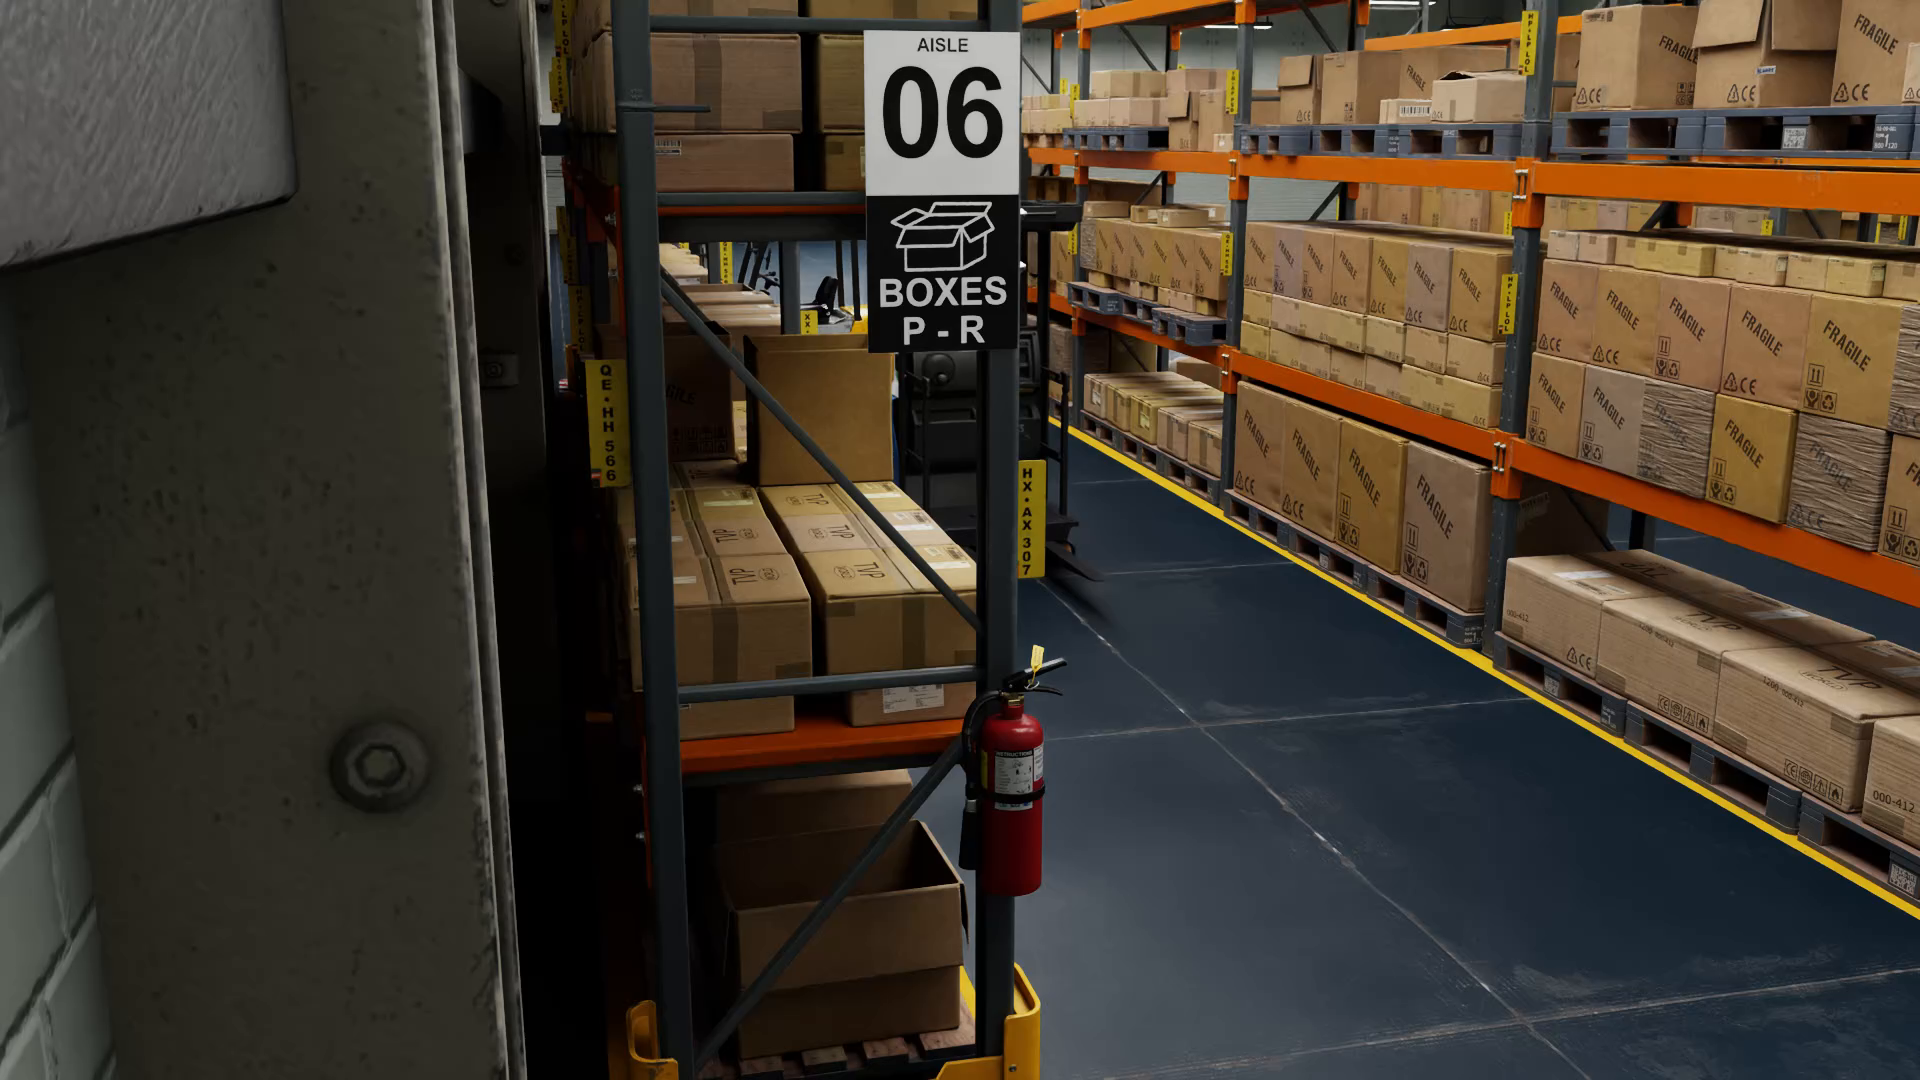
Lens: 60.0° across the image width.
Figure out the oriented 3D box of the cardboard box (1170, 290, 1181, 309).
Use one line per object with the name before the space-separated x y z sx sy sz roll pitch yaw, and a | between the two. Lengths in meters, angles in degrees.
cardboard box | 2.008 -2.044 14.117 0.380 0.149 0.250 -4 14 -16

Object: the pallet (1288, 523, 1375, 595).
pallet | 2.996 0.094 11.597 1.003 0.211 1.213 -3 14 -13

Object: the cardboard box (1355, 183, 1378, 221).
cardboard box | 5.559 -4.382 21.451 0.875 0.550 0.550 -3 14 -13

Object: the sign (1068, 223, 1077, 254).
sign | 1.136 -3.039 16.721 0.100 0.325 0.005 -3 14 -13

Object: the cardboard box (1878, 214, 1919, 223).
cardboard box | 10.921 -3.970 19.412 0.500 0.500 0.500 -3 14 -13

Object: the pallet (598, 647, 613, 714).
pallet | -1.511 0.642 9.355 1.003 0.211 1.213 -3 14 -13

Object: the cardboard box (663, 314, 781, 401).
cardboard box | -1.180 -0.904 8.711 0.700 0.500 0.500 -3 14 -12

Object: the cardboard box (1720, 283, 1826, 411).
cardboard box | 3.755 -0.864 7.324 0.500 0.500 0.500 -3 14 -14

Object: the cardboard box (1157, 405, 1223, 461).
cardboard box | 2.297 -0.956 14.670 0.950 0.372 0.625 -4 14 -14

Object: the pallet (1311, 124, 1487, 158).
pallet | 3.069 -2.690 11.193 1.003 0.211 1.213 -3 14 -11

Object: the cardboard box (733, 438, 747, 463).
cardboard box | -0.691 -0.264 6.878 0.500 0.250 0.500 -3 14 -14

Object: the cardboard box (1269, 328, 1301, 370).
cardboard box | 2.609 -1.410 12.195 0.500 0.250 0.500 -4 14 -15

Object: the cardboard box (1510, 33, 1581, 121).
cardboard box | 3.615 -2.734 9.881 0.500 0.500 0.500 -4 14 -14

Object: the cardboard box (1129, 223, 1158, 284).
cardboard box | 1.845 -2.575 14.924 0.500 0.500 0.500 -4 14 -15

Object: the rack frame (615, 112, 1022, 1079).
rack frame | -0.344 0.396 4.488 1.000 3.000 0.127 -3 14 -13

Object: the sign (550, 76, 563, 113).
sign | -3.702 -4.088 15.264 0.100 0.325 0.005 -3 14 -13

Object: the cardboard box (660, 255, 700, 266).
cardboard box | -2.400 -2.320 14.026 0.380 0.149 0.250 -4 14 -15

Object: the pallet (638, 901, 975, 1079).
pallet | -0.550 1.549 5.643 1.003 0.211 1.213 -3 14 -13

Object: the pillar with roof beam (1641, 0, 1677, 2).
pillar with roof beam | 15.983 -13.051 46.887 9.100 9.000 0.548 -3 14 -13

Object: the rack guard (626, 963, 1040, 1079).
rack guard | -0.362 1.592 4.856 1.175 0.500 0.348 -3 14 -13

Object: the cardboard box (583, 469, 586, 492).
cardboard box | -2.301 -0.213 11.359 0.500 0.500 0.500 -3 14 -13

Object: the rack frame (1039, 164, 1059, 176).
rack frame | 0.722 -3.573 20.732 1.000 3.000 0.127 -3 14 -13

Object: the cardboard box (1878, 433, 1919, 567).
cardboard box | 4.006 -0.144 6.484 0.500 0.500 0.500 -4 14 -14

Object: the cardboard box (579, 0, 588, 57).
cardboard box | -0.973 -1.701 5.386 0.500 0.250 0.500 -3 14 -13

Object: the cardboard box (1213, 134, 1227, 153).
cardboard box | 2.256 -3.180 13.334 0.380 0.149 0.250 -3 14 -13

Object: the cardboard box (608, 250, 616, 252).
cardboard box | -3.138 -2.463 14.611 0.380 0.149 0.250 -3 14 -14

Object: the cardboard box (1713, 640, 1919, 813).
cardboard box | 4.004 0.801 7.341 0.875 0.438 0.875 -3 14 -12

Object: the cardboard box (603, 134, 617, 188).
cardboard box | -0.849 -1.115 4.881 0.380 0.149 0.250 -3 14 -12

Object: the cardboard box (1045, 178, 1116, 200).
cardboard box | 1.386 -3.917 19.196 0.700 0.500 0.500 -3 14 -14

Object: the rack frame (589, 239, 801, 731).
rack frame | -1.284 -0.527 8.265 1.000 3.000 0.127 -3 14 -13

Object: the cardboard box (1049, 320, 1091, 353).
cardboard box | 1.140 -2.122 18.120 0.500 0.500 0.500 -3 14 -12

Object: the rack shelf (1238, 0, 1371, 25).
rack shelf | 3.071 -3.637 10.710 1.077 0.370 4.000 -3 14 -13

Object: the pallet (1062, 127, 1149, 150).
pallet | 1.703 -3.868 16.014 1.213 0.211 1.003 -3 14 -13

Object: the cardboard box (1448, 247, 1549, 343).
cardboard box | 3.191 -1.428 9.635 0.500 0.500 0.500 -3 14 -11

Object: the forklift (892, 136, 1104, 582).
forklift | 0.172 -1.280 11.490 1.130 2.935 3.031 -4 14 -15

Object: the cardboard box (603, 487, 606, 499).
cardboard box | -1.305 -0.354 7.246 0.500 0.250 0.500 -3 14 -14

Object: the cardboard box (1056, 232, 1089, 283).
cardboard box | 1.315 -2.932 17.270 0.500 0.500 0.500 -4 14 -15

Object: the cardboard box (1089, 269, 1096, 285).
cardboard box | 1.484 -2.587 16.341 0.380 0.149 0.250 -3 14 -12

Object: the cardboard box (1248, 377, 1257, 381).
cardboard box | 3.385 -1.910 17.596 0.500 0.500 0.500 -3 14 -13

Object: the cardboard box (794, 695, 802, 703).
cardboard box | -0.683 0.394 5.023 0.380 0.149 0.250 -3 14 -12

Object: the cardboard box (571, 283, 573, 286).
cardboard box | -3.075 -2.176 14.276 0.500 0.250 0.500 -4 14 -15

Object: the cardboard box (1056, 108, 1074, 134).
cardboard box | 1.296 -4.266 16.938 0.500 0.250 0.500 -3 14 -14

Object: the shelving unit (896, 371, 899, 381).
shelving unit | -0.329 -0.845 13.359 0.258 1.200 0.503 -4 14 -15

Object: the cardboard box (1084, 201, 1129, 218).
cardboard box | 1.428 -3.234 16.256 0.380 0.149 0.250 -3 14 -13

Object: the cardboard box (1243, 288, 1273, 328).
cardboard box | 2.480 -1.767 12.601 0.500 0.250 0.500 -3 14 -14

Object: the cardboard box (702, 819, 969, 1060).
cardboard box | -0.396 1.258 5.333 0.797 0.503 0.637 -4 14 -15

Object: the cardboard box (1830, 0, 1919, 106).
cardboard box | 4.152 -2.114 7.132 0.500 0.500 0.500 -3 14 -12

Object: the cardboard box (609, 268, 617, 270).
cardboard box | -2.668 -1.995 12.694 0.380 0.149 0.250 -3 14 -13

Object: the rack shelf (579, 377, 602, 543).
rack shelf | -1.753 -0.639 10.239 1.077 0.370 4.000 -3 14 -13

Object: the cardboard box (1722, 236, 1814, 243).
cardboard box | 4.004 -1.418 8.229 0.380 0.149 0.250 -3 14 -14

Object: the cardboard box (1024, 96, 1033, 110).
cardboard box | 0.918 -4.786 18.226 0.380 0.149 0.250 -3 14 -12

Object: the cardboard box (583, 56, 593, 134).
cardboard box | -0.958 -1.454 5.429 0.500 0.250 0.500 -4 14 -14

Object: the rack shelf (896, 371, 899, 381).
rack shelf | -0.329 -1.250 13.261 0.258 0.148 0.480 -4 14 -15

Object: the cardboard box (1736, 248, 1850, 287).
cardboard box | 3.702 -1.214 7.393 0.380 0.149 0.250 -3 14 -13

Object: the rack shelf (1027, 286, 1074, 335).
rack shelf | 1.192 -2.762 18.929 1.077 0.370 4.000 -3 14 -13
